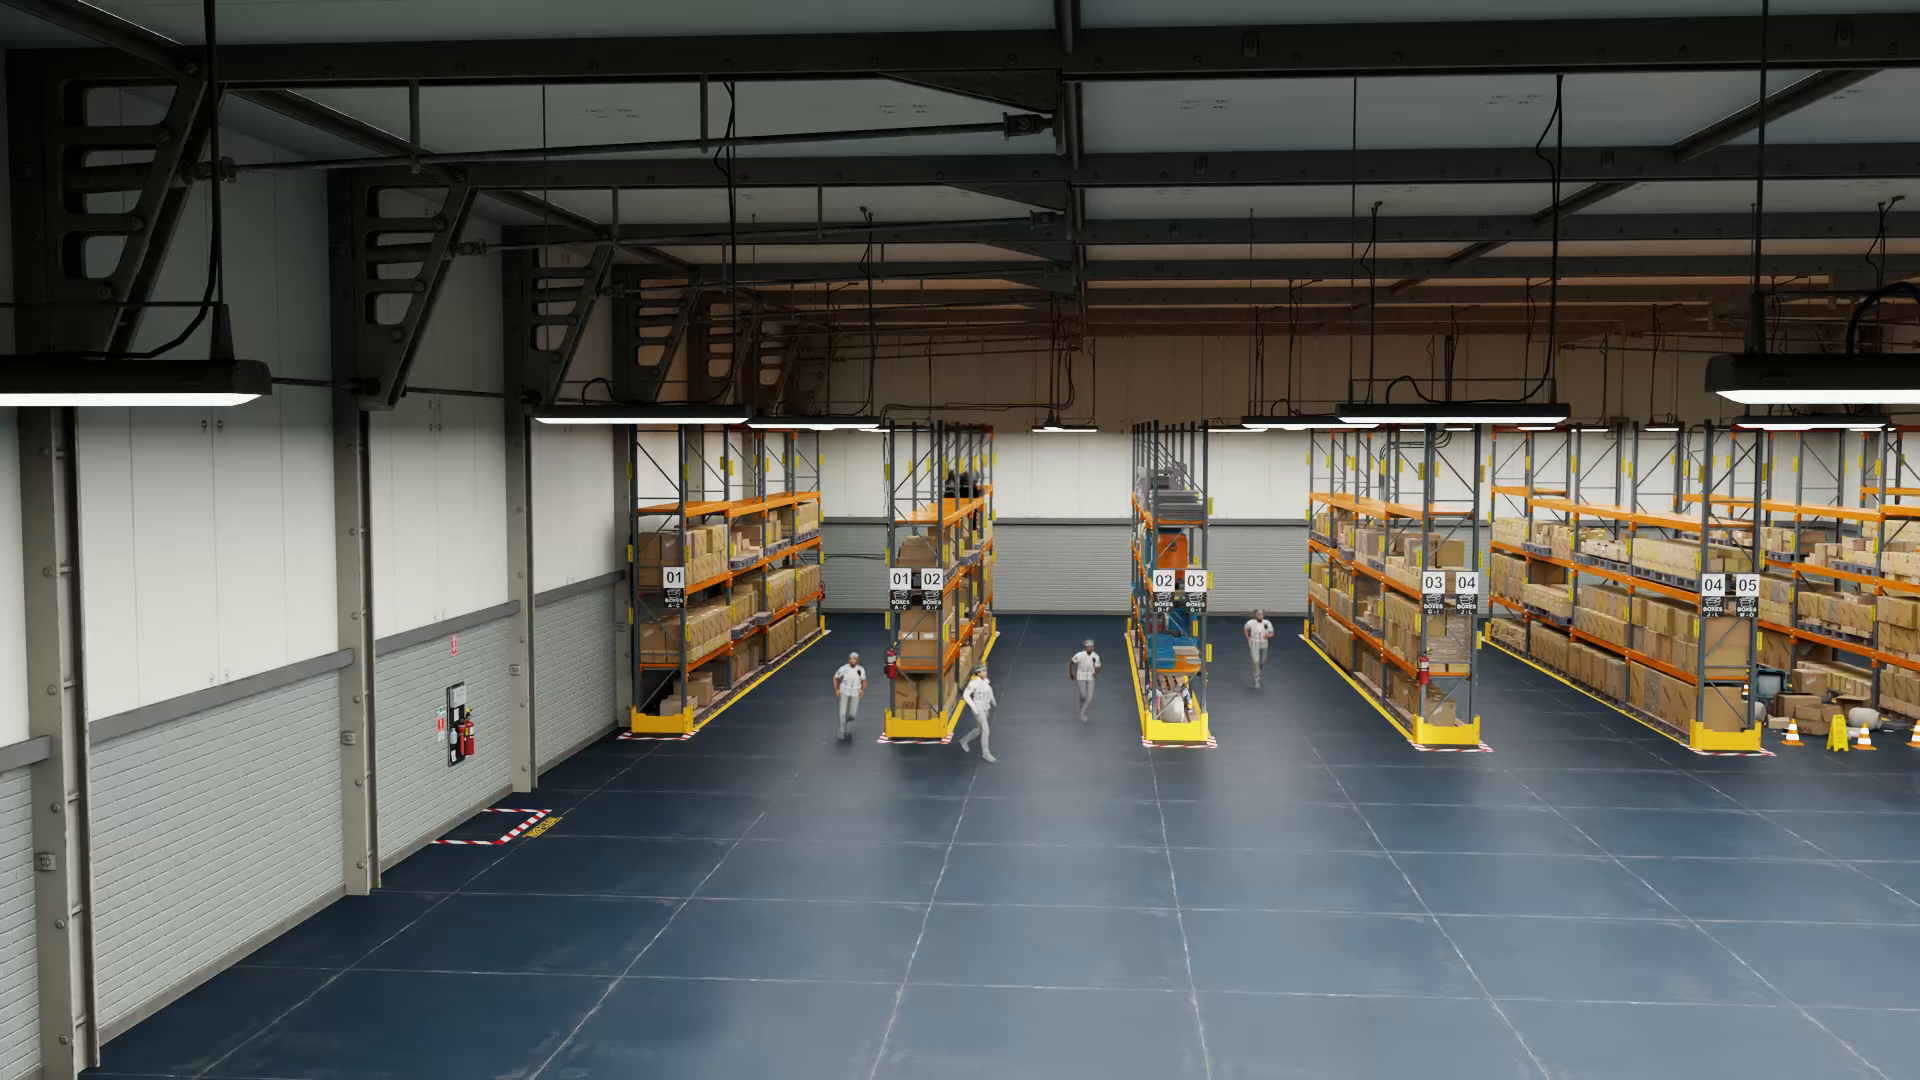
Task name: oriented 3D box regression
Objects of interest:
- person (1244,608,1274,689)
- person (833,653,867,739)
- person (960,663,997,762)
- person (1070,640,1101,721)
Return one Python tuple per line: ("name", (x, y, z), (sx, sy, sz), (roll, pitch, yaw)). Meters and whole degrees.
("person", (6.839, 2.452, 37.929), (0.625, 1.832, 1.047), (0, 4, -5))
("person", (-2.087, 2.941, 31.568), (0.650, 1.622, 0.528), (-1, 4, -11))
("person", (0.328, 3.008, 29.324), (0.843, 1.708, 0.619), (3, 5, 37))
("person", (2.523, 2.810, 33.320), (0.615, 1.649, 0.643), (0, 4, -6))
